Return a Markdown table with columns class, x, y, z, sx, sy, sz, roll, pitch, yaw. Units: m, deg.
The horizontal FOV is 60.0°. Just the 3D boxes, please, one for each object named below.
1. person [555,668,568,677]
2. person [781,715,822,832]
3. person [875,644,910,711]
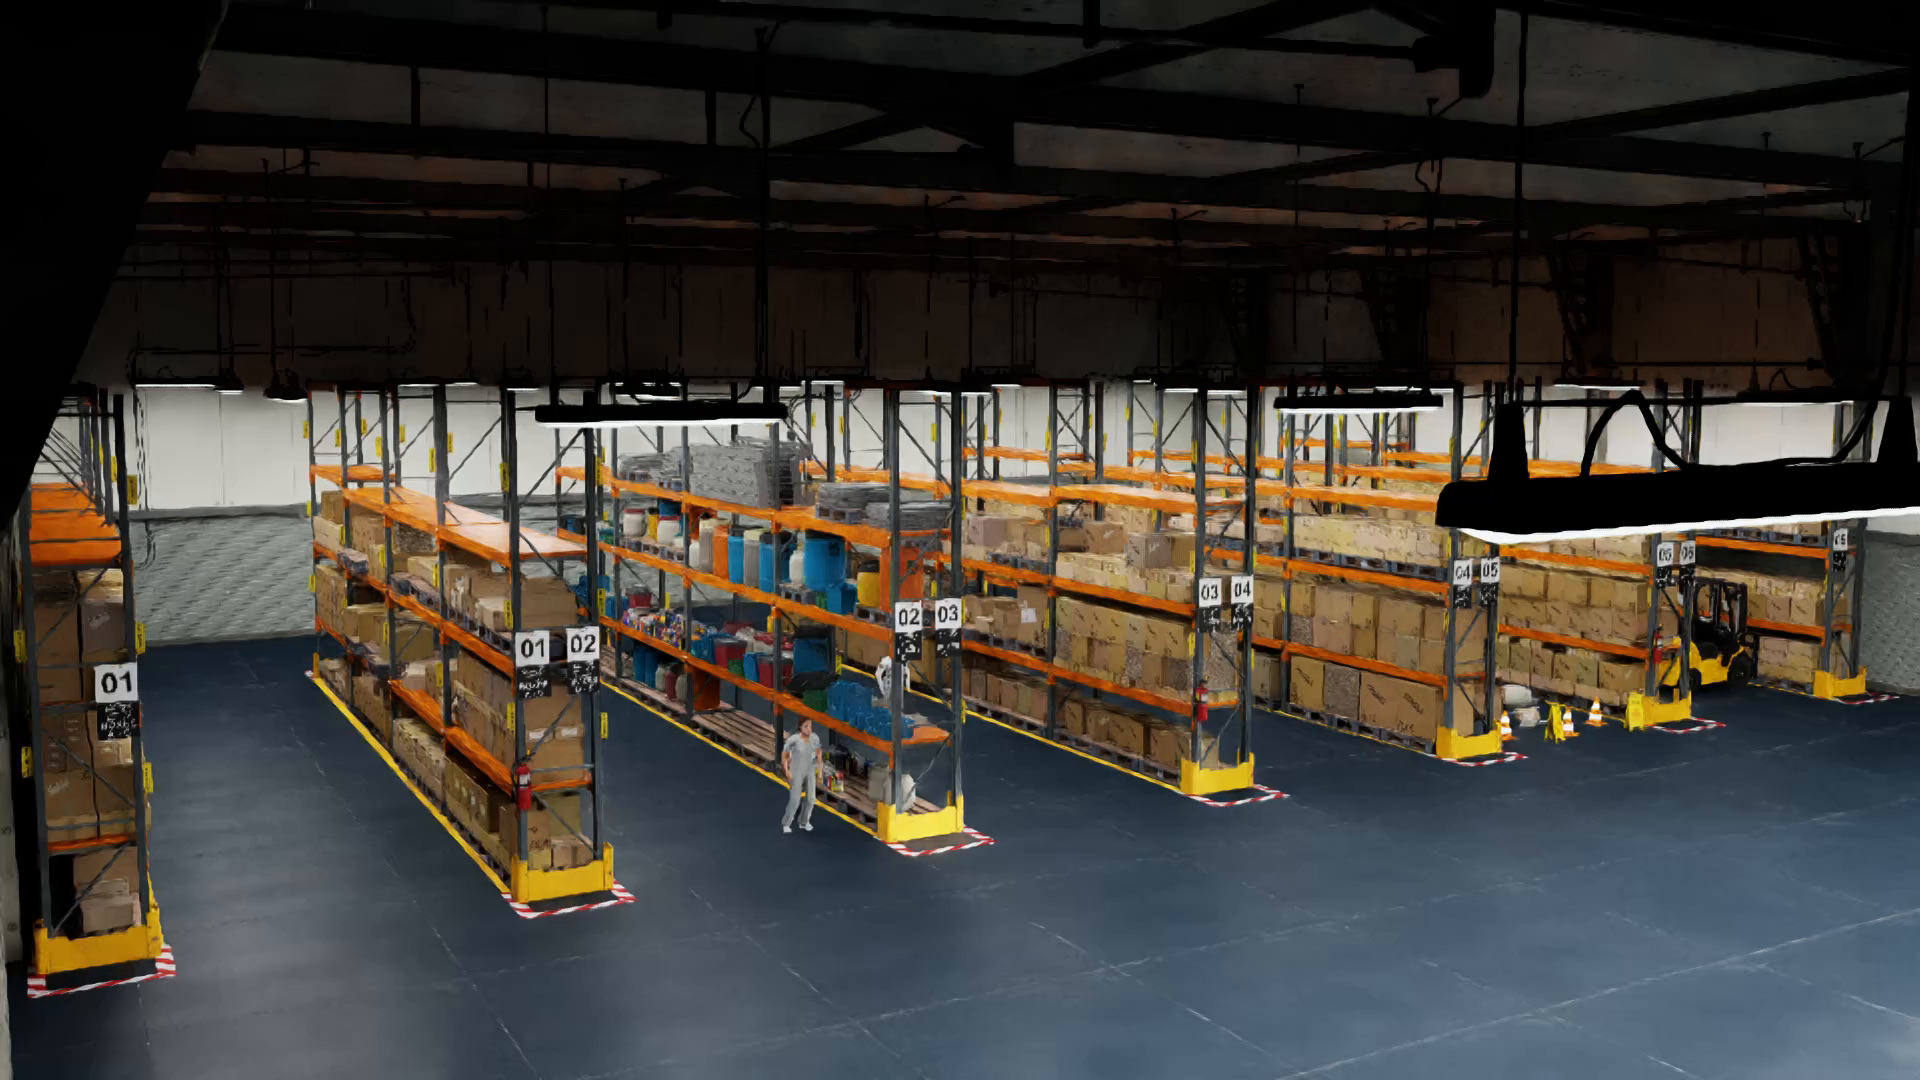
| class | x | y | z | sx | sy | sz | roll | pitch | yaw |
| --- | --- | --- | --- | --- | --- | --- | --- | --- | --- |
| person | -7.435 | 2.232 | 30.569 | 0.577 | 1.691 | 1.121 | -3 | 7 | -27 |
| person | -2.143 | 3.148 | 22.460 | 0.580 | 1.619 | 0.507 | -4 | 7 | -30 |
| person | -1.144 | 2.475 | 28.423 | 0.639 | 1.566 | 0.492 | -4 | 7 | -30 |
